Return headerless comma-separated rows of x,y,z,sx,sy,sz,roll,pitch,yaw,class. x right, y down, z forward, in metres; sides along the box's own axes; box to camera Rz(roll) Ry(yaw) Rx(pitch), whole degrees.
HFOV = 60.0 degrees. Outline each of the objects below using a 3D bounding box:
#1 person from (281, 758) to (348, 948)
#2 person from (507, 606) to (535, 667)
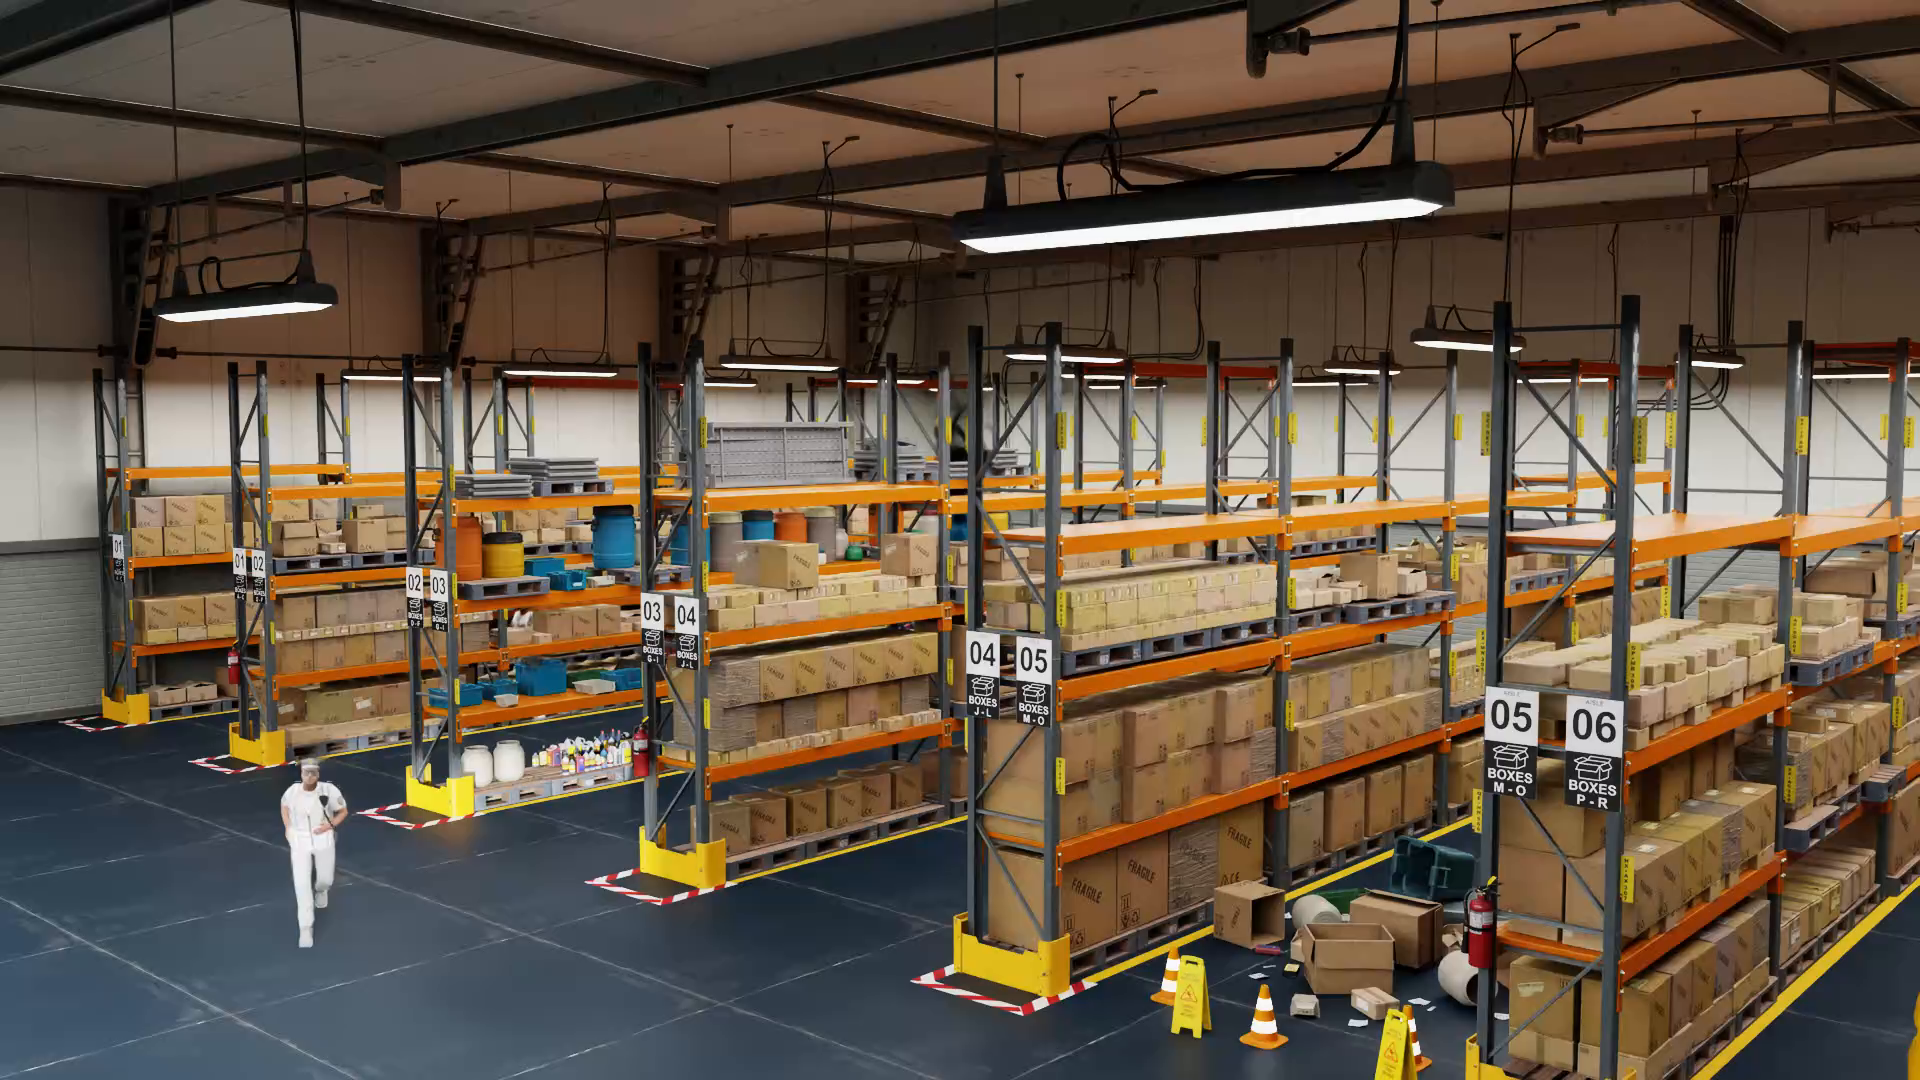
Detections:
-6.470,3.064,16.699,0.628,1.808,1.079,-2,5,-23,person
-8.168,1.959,31.198,0.672,1.814,0.903,3,5,36,person
